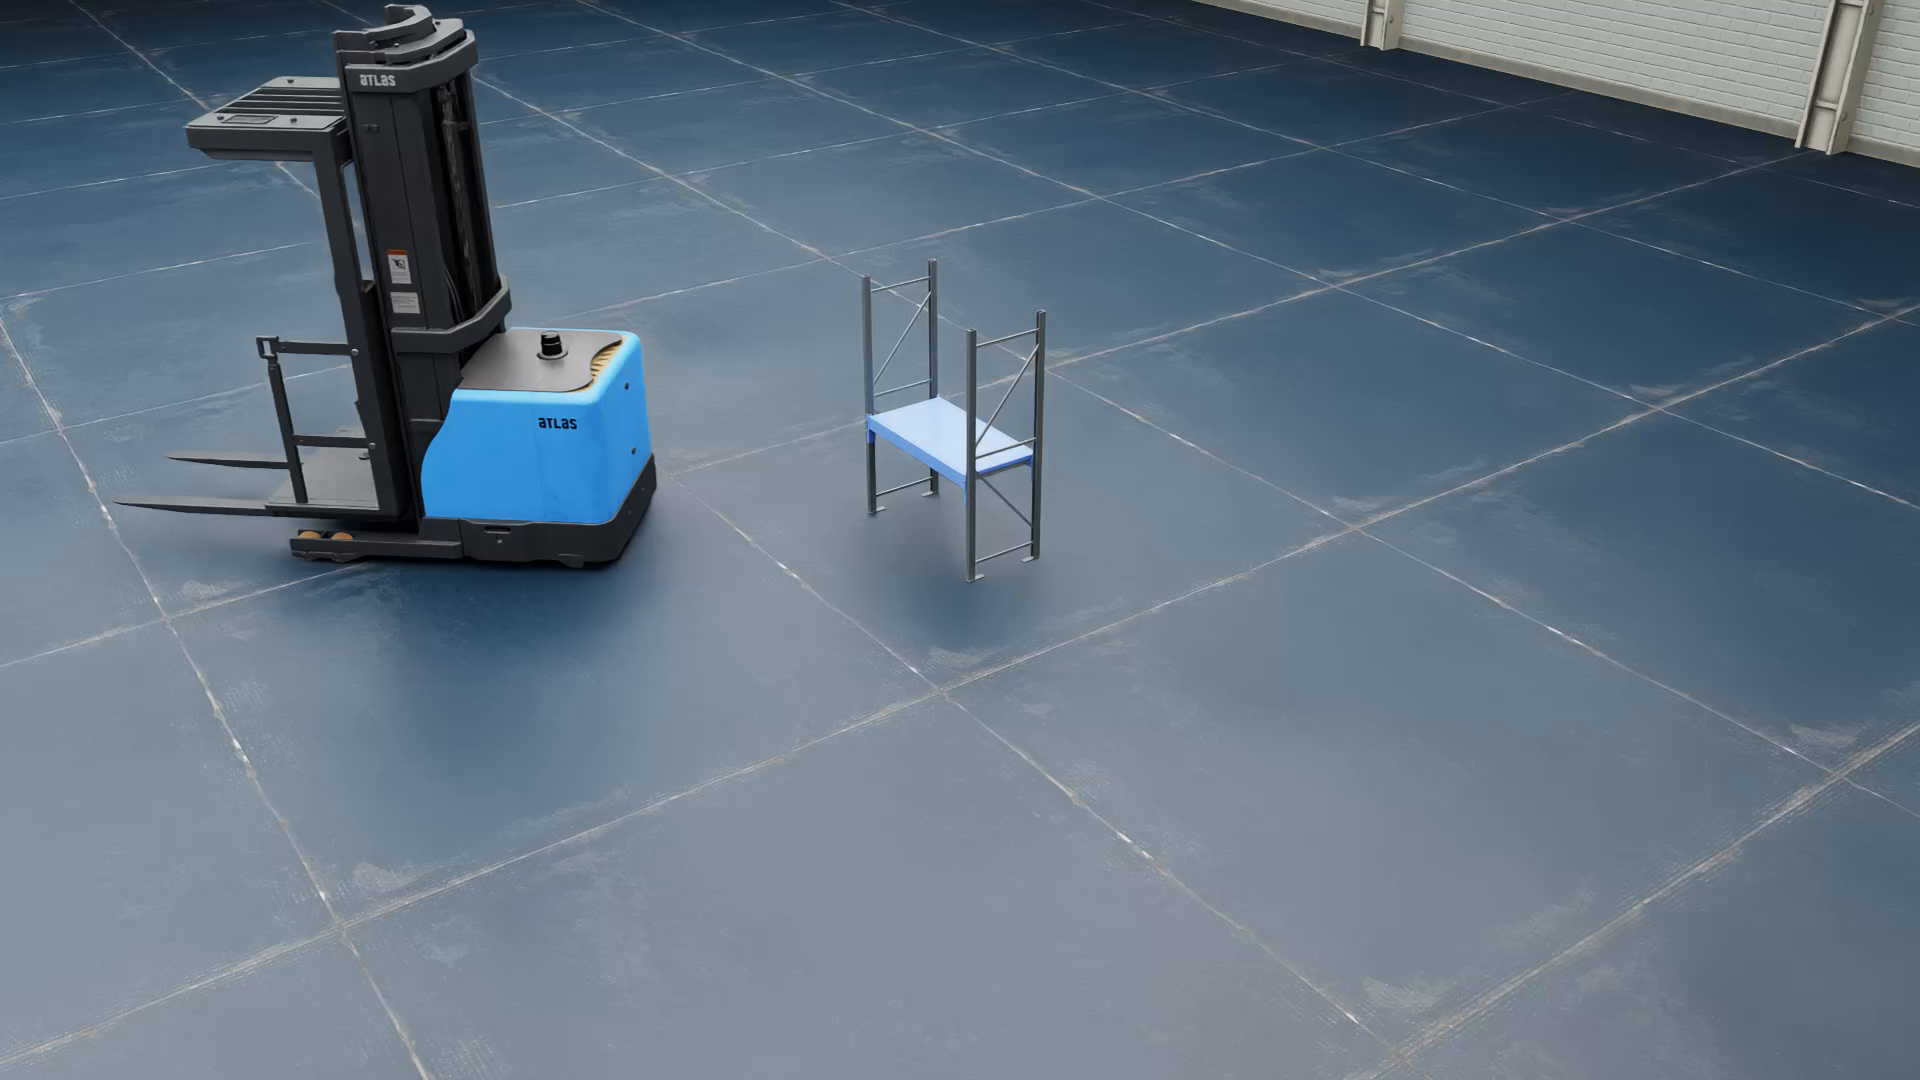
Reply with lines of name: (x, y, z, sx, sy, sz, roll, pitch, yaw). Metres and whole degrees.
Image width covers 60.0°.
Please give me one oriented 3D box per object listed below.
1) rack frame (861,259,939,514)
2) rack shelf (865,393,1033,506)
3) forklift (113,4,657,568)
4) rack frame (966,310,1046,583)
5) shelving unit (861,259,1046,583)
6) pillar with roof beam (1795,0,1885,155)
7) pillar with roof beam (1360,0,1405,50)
rack frame: (-0.344, -0.890, 9.817, 0.500, 1.500, 0.032, -19, 34, -31)
rack shelf: (-0.049, -0.534, 9.539, 0.538, 0.185, 1.000, -19, 34, -31)
forklift: (-3.404, -1.409, 9.273, 3.031, 2.935, 1.130, 2, 29, 5)
rack frame: (0.245, -0.495, 9.089, 0.500, 1.500, 0.032, -19, 34, -31)
shelving unit: (-0.049, -0.692, 9.453, 0.538, 1.500, 1.048, -19, 34, -31)
pillar with roof beam: (5.401, -6.816, 12.871, 9.100, 9.000, 0.400, -19, 34, -31)
pillar with roof beam: (1.921, -9.148, 17.166, 9.100, 9.000, 0.400, -19, 34, -31)
